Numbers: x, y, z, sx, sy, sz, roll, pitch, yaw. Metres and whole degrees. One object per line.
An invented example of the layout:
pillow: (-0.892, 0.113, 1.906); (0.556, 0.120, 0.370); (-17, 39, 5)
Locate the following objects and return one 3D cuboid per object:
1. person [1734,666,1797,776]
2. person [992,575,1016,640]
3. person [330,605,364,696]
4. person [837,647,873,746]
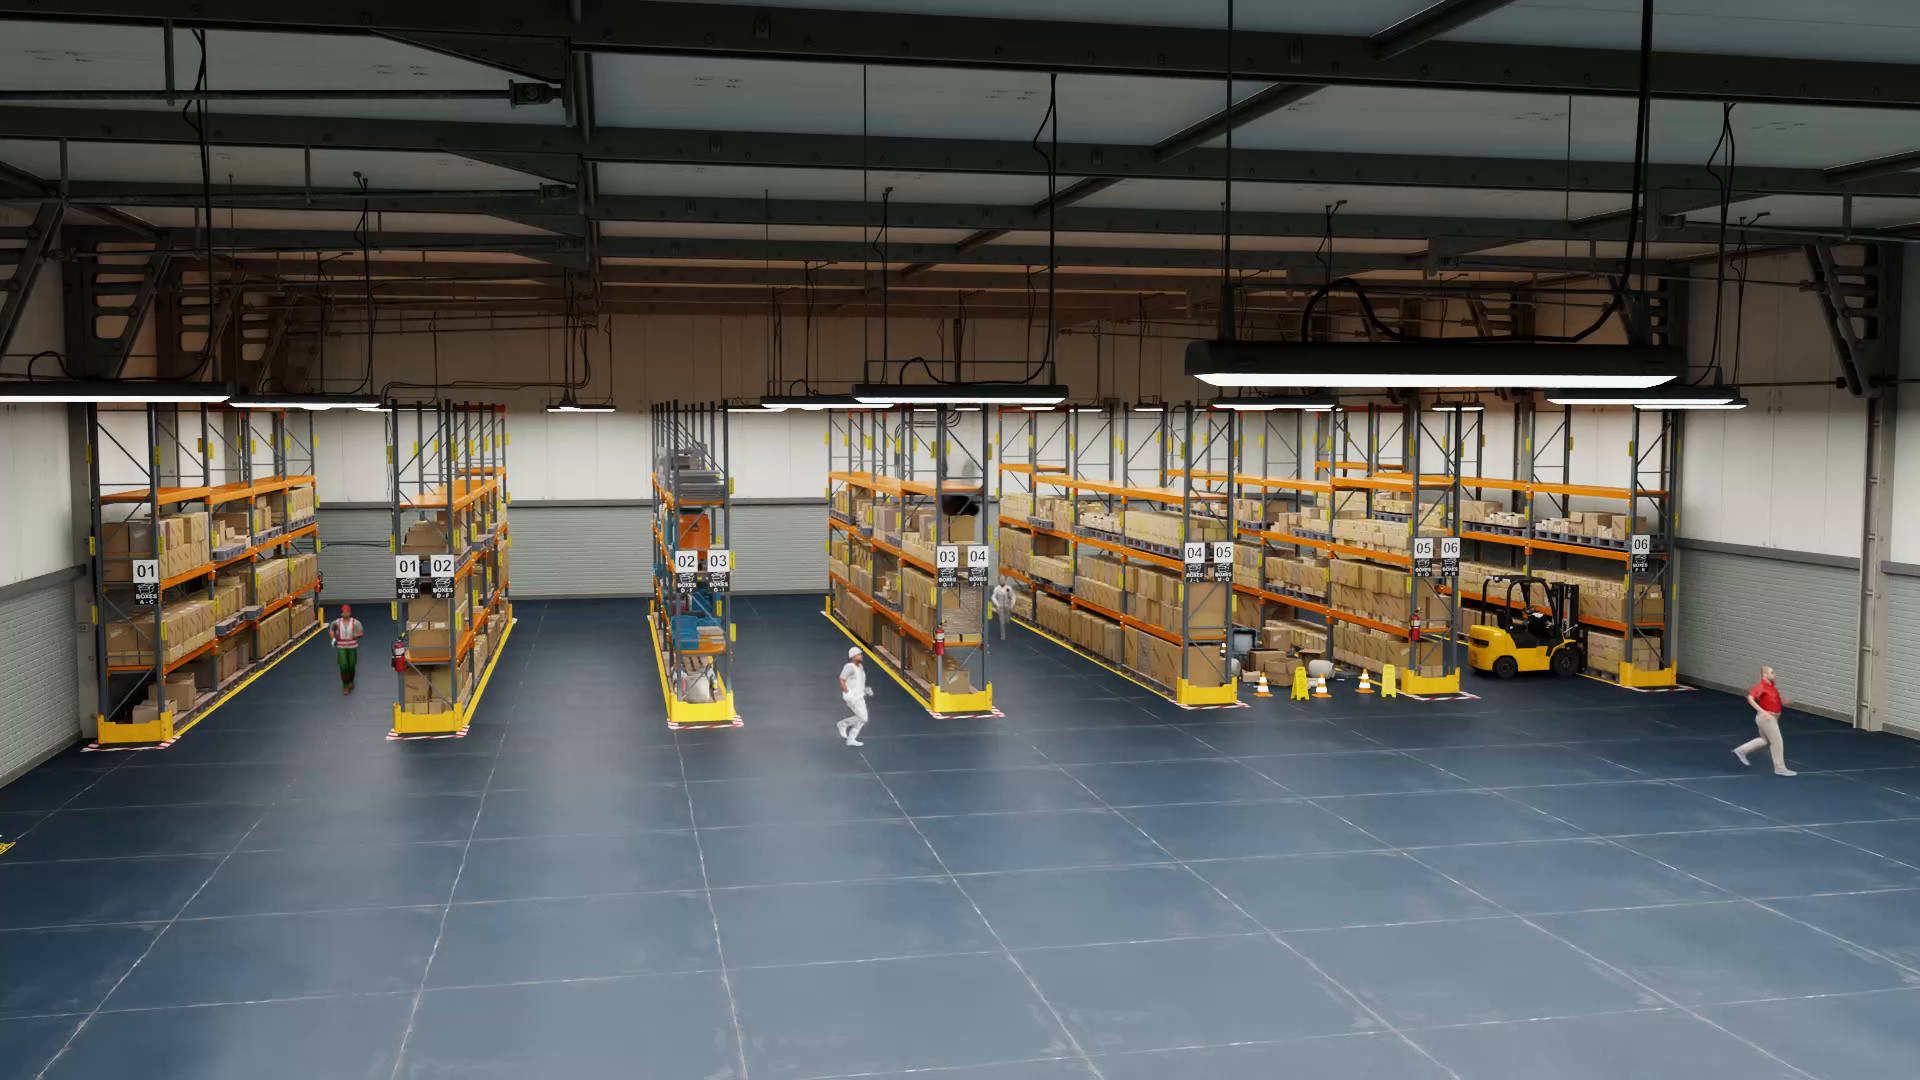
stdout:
person: (12.842, 2.858, 26.483); (0.963, 1.700, 0.671); (3, 5, 36)
person: (1.112, 1.706, 42.390); (0.624, 1.671, 0.626); (0, 4, -3)
person: (-12.603, 2.237, 34.200); (0.645, 1.807, 0.848); (-2, 5, -21)
person: (-1.820, 2.707, 28.766); (0.599, 1.715, 0.650); (1, 4, 16)
